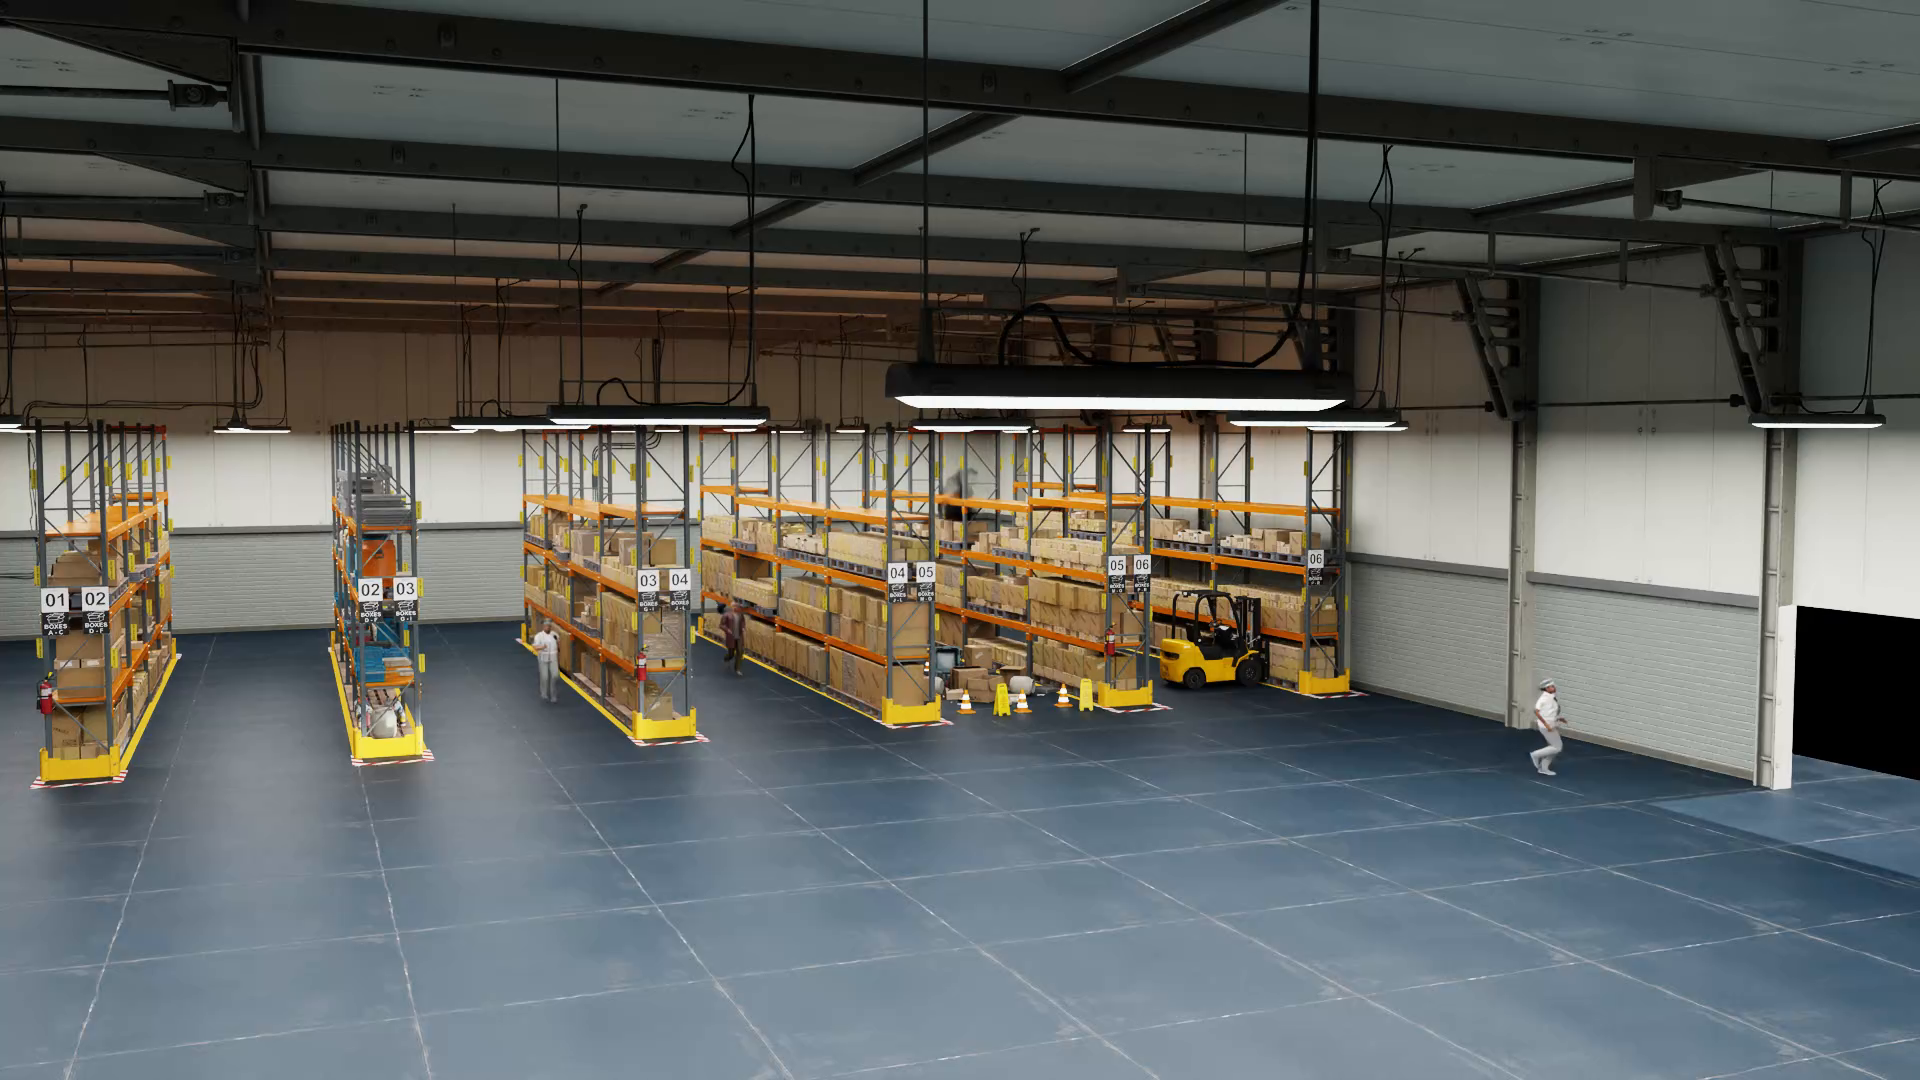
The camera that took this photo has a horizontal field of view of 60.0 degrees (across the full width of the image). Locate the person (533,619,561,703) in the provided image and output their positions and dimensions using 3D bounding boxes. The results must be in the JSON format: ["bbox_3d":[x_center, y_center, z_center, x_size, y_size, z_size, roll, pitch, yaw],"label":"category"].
[{"bbox_3d":[-8.864,2.611,35.810,0.640,1.840,0.726,-2,4,-24],"label":"person"}]

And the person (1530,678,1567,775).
[{"bbox_3d":[9.949,3.145,28.074,0.558,1.658,0.574,2,4,28],"label":"person"}]

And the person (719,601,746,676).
[{"bbox_3d":[-5.421,2.351,39.911,0.709,1.762,0.945,-2,4,-28],"label":"person"}]

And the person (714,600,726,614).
[{"bbox_3d":[-7.057,1.869,49.568,0.534,1.558,0.597,1,4,21],"label":"person"}]
